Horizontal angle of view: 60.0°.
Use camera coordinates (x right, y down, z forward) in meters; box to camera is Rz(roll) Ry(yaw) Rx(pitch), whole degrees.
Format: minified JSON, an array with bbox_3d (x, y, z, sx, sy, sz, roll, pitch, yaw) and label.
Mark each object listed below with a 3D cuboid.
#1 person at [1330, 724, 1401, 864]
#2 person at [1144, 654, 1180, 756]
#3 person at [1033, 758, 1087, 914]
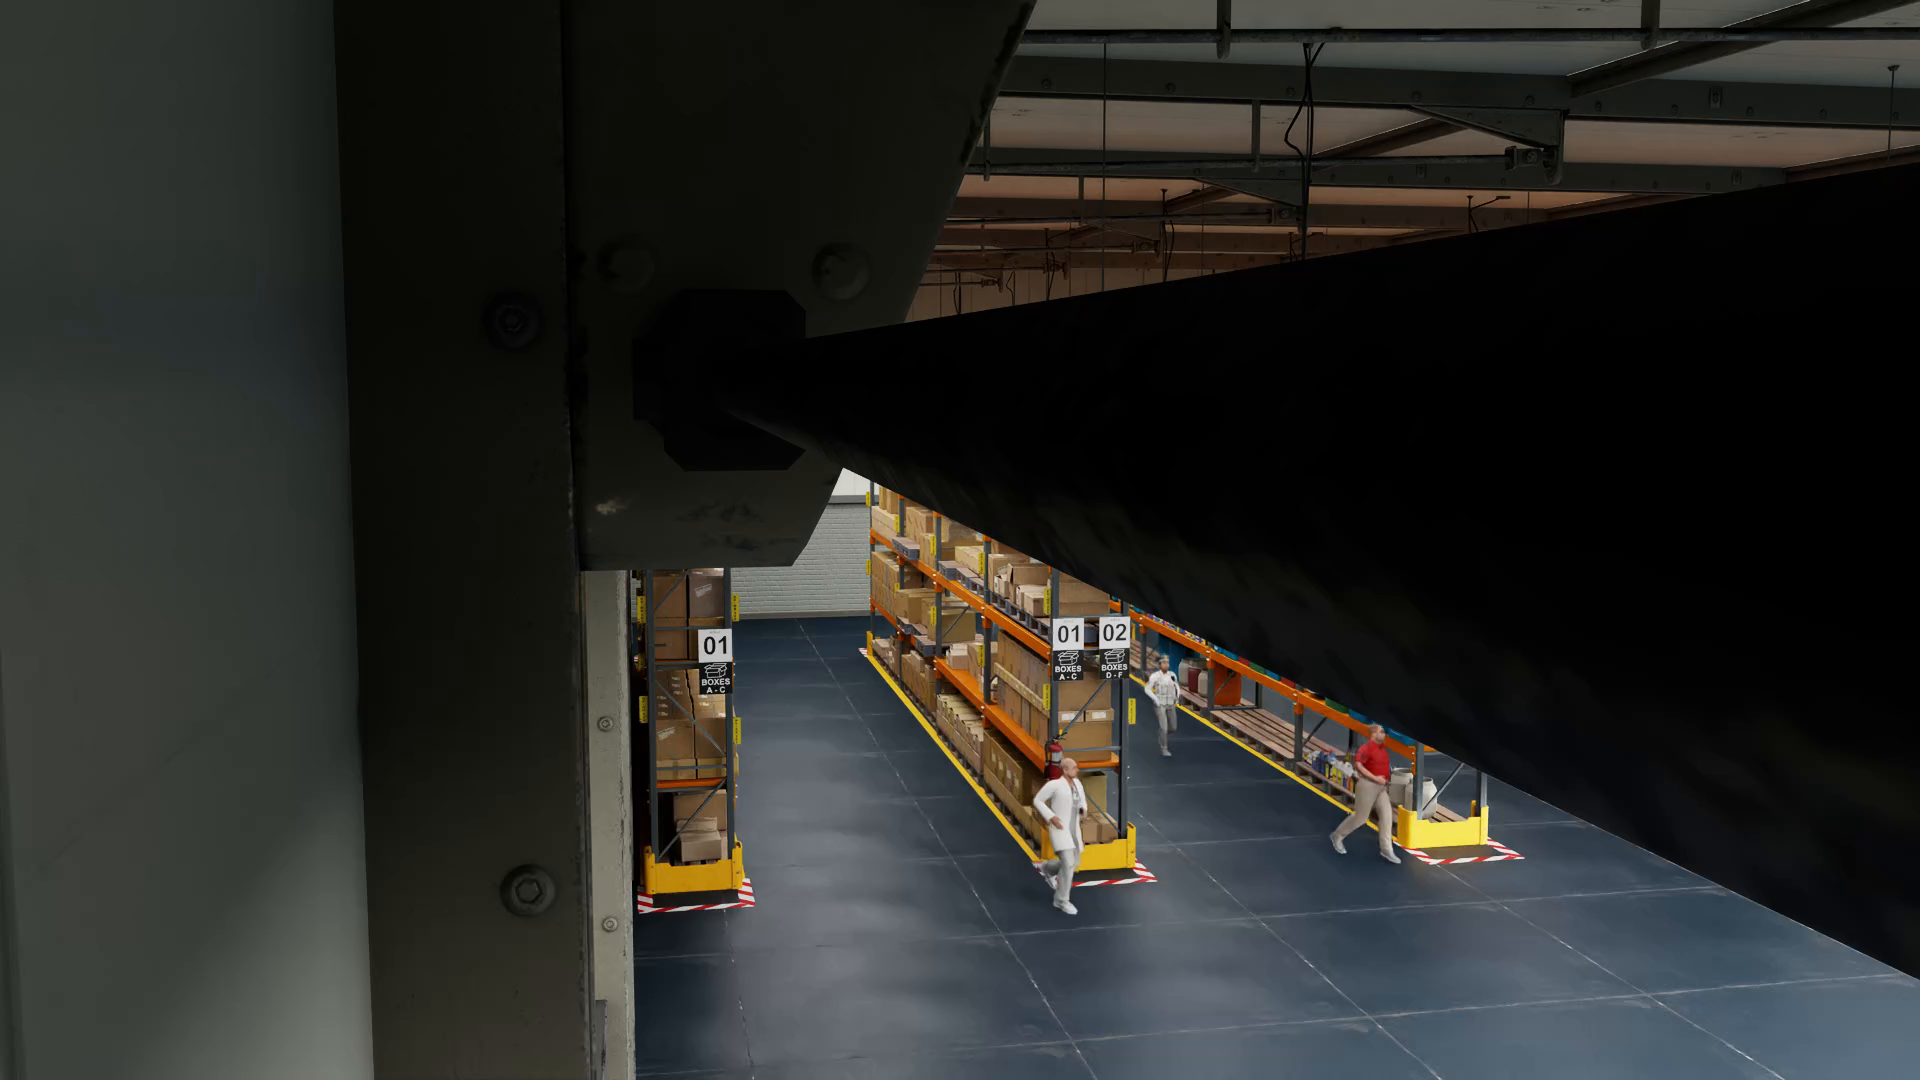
[{"bbox_3d":[5.355,3.236,21.493,0.736,1.716,0.962,-6,8,-44],"label":"person"},{"bbox_3d":[3.310,2.672,27.135,0.615,1.647,0.589,-2,6,-16],"label":"person"},{"bbox_3d":[1.237,3.444,19.699,0.739,1.734,0.871,-5,8,-42],"label":"person"}]
